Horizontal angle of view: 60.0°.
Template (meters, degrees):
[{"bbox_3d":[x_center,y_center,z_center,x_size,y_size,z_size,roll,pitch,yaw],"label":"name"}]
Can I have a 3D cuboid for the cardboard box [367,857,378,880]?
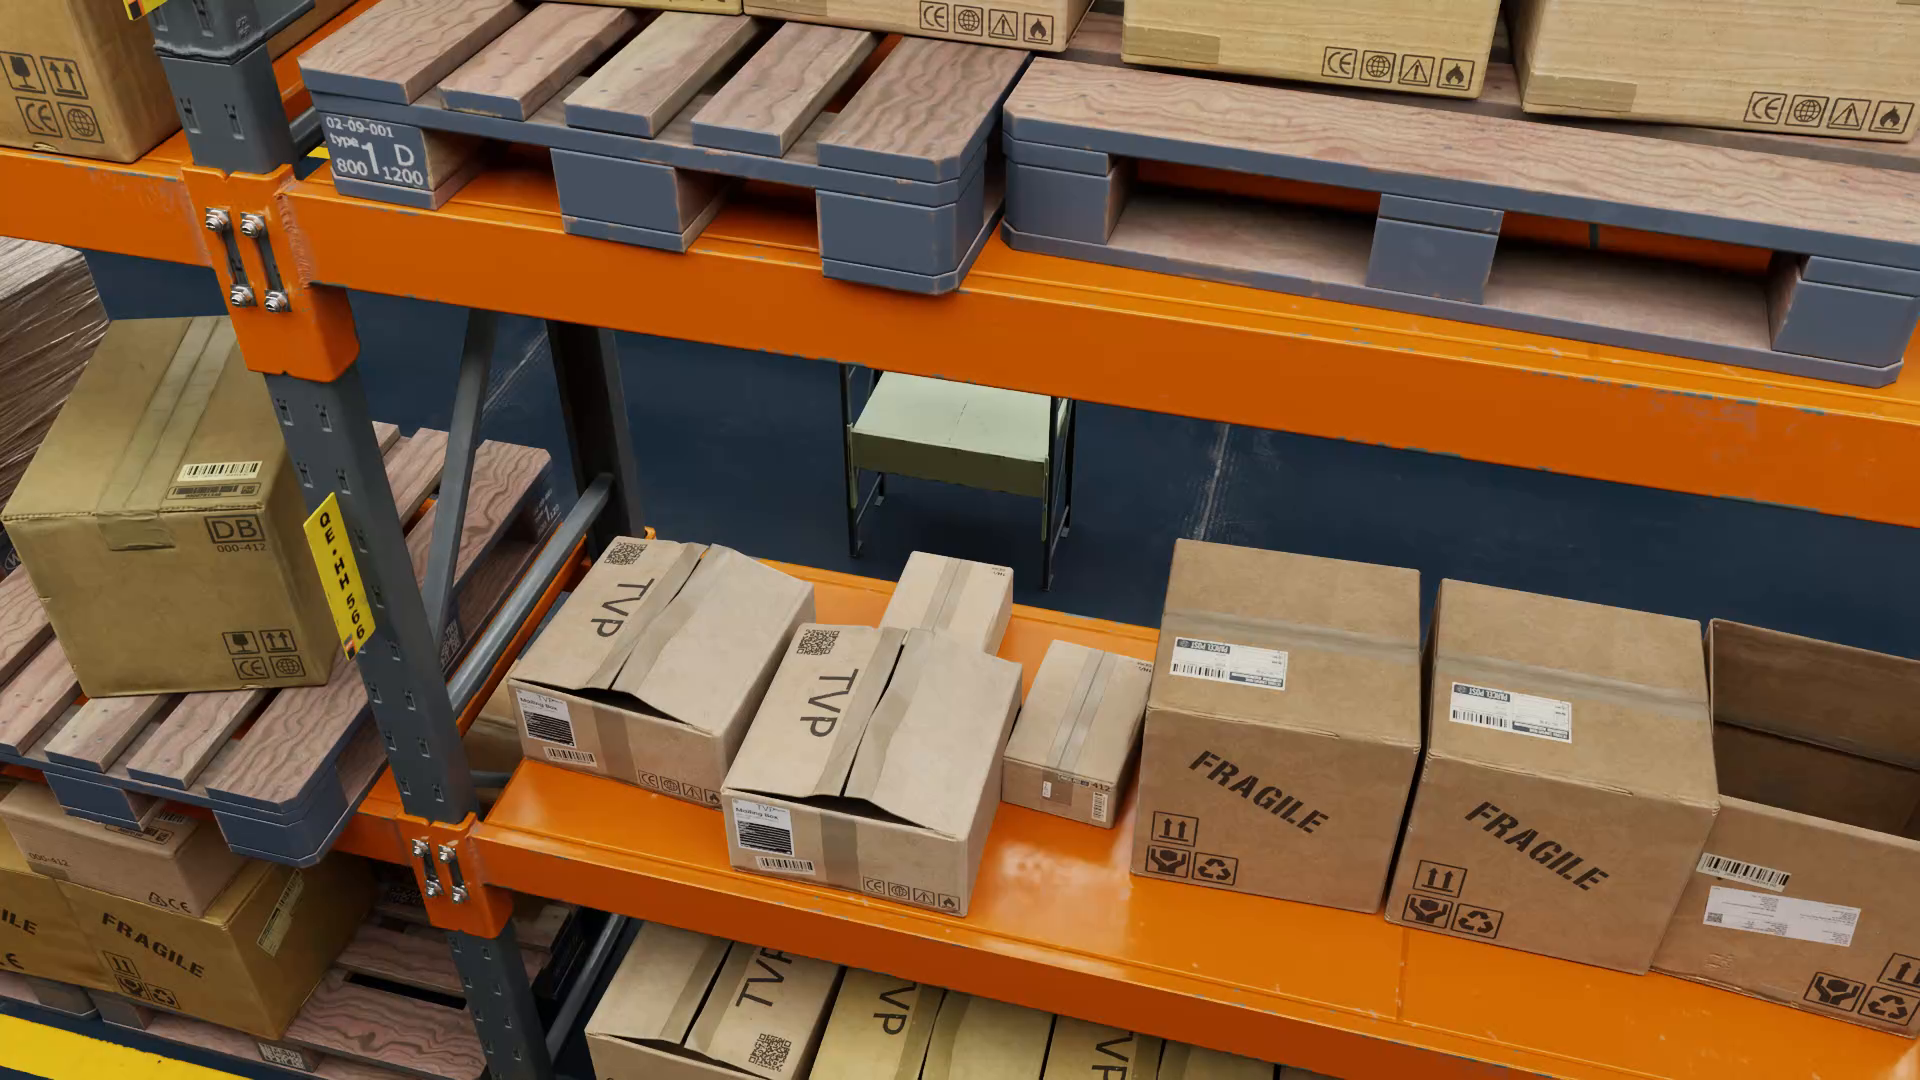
[{"bbox_3d":[-1.856,0.594,4.811,0.500,0.500,0.500,8,41,10],"label":"cardboard box"}]

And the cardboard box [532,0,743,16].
[{"bbox_3d":[-0.530,-1.069,2.648,0.500,0.250,0.500,7,41,8],"label":"cardboard box"}]

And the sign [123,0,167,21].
[{"bbox_3d":[-1.125,-0.867,2.216,0.005,0.325,0.100,10,41,11],"label":"sign"}]

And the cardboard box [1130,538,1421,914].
[{"bbox_3d":[0.642,0.373,3.396,0.500,0.500,0.500,8,41,9],"label":"cardboard box"}]

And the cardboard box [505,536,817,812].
[{"bbox_3d":[-0.643,0.264,3.672,0.500,0.311,0.500,12,42,14],"label":"cardboard box"}]

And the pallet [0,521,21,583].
[{"bbox_3d":[-2.862,-0.105,4.191,1.213,0.211,1.003,10,41,11],"label":"pallet"}]

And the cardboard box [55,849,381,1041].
[{"bbox_3d":[-1.947,0.922,4.422,0.500,0.500,0.500,11,41,13],"label":"cardboard box"}]

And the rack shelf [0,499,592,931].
[{"bbox_3d":[-2.915,0.085,4.375,4.000,0.370,1.077,10,41,11],"label":"rack shelf"}]

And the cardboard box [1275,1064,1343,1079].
[{"bbox_3d":[0.946,1.343,3.694,0.500,0.311,0.500,9,41,11],"label":"cardboard box"}]

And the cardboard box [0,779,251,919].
[{"bbox_3d":[-2.002,0.628,4.189,0.500,0.250,0.500,11,41,13],"label":"cardboard box"}]

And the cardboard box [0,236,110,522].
[{"bbox_3d":[-2.454,-0.362,3.944,0.500,0.500,0.700,17,43,20],"label":"cardboard box"}]

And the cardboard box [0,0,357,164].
[{"bbox_3d":[-1.413,-1.096,2.813,0.500,0.500,0.910,10,41,11],"label":"cardboard box"}]

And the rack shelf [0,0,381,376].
[{"bbox_3d":[-2.915,-1.063,3.411,4.000,0.370,1.077,10,41,11],"label":"rack shelf"}]

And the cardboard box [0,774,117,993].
[{"bbox_3d":[-2.447,0.835,4.525,0.500,0.500,0.500,8,41,10],"label":"cardboard box"}]

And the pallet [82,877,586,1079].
[{"bbox_3d":[-1.694,1.063,4.821,1.213,0.211,1.003,10,41,11],"label":"pallet"}]

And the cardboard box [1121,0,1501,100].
[{"bbox_3d":[0.531,-0.891,2.436,0.500,0.250,0.500,9,41,11],"label":"cardboard box"}]

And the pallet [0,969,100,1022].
[{"bbox_3d":[-2.869,0.859,5.064,1.213,0.211,1.003,10,41,11],"label":"pallet"}]

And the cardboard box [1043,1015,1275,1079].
[{"bbox_3d":[0.449,1.258,3.796,0.500,0.311,0.500,9,41,10],"label":"cardboard box"}]

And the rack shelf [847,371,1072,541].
[{"bbox_3d":[0.006,-0.324,5.976,0.720,0.370,0.431,10,41,11],"label":"rack shelf"}]

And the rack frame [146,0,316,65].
[{"bbox_3d":[-0.983,-2.155,1.819,0.127,3.000,1.000,10,41,11],"label":"rack frame"}]

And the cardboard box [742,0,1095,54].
[{"bbox_3d":[-0.019,-0.993,2.558,0.500,0.250,0.500,11,41,13],"label":"cardboard box"}]

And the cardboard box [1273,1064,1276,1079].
[{"bbox_3d":[0.932,1.555,3.877,0.500,0.250,0.500,11,41,12],"label":"cardboard box"}]

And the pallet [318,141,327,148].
[{"bbox_3d":[-2.828,-2.377,8.917,1.213,0.211,1.003,10,41,11],"label":"pallet"}]

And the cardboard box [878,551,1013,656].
[{"bbox_3d":[-0.042,0.216,3.855,0.250,0.149,0.380,10,41,11],"label":"cardboard box"}]

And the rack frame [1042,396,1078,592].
[{"bbox_3d":[0.360,-0.512,5.694,0.023,1.500,0.400,10,41,11],"label":"rack frame"}]

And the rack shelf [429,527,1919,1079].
[{"bbox_3d":[0.949,0.750,3.584,4.000,0.370,1.077,10,41,11],"label":"rack shelf"}]

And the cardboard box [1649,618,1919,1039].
[{"bbox_3d":[1.635,0.544,3.193,0.500,0.500,0.500,13,42,15],"label":"cardboard box"}]

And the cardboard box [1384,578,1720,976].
[{"bbox_3d":[1.151,0.460,3.292,0.500,0.500,0.500,10,41,11],"label":"cardboard box"}]

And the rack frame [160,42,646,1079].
[{"bbox_3d":[-0.983,0.142,3.748,0.127,3.000,1.000,10,41,11],"label":"rack frame"}]

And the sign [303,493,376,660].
[{"bbox_3d":[-1.114,0.068,2.998,0.005,0.325,0.100,10,41,11],"label":"sign"}]

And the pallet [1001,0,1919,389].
[{"bbox_3d":[0.777,-0.693,2.557,1.213,0.211,1.003,12,41,13],"label":"pallet"}]

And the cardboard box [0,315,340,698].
[{"bbox_3d":[-1.620,-0.091,3.622,0.500,0.500,0.700,-3,40,-3],"label":"cardboard box"}]

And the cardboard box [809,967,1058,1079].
[{"bbox_3d":[-0.043,1.171,3.898,0.500,0.311,0.500,9,41,10],"label":"cardboard box"}]

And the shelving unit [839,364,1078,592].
[{"bbox_3d":[0.006,-0.573,5.766,0.755,1.500,0.431,10,41,11],"label":"shelving unit"}]

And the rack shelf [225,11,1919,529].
[{"bbox_3d":[0.949,-0.398,2.619,4.000,0.370,1.077,10,41,11],"label":"rack shelf"}]

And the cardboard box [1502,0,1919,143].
[{"bbox_3d":[1.050,-0.801,2.329,0.500,0.250,0.500,7,40,8],"label":"cardboard box"}]

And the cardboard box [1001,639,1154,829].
[{"bbox_3d":[0.264,0.416,3.618,0.250,0.149,0.380,13,42,15],"label":"cardboard box"}]

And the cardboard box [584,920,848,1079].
[{"bbox_3d":[-0.553,1.089,3.996,0.500,0.311,0.500,11,41,13],"label":"cardboard box"}]

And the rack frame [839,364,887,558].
[{"bbox_3d":[-0.347,-0.634,5.839,0.023,1.500,0.400,10,41,11],"label":"rack frame"}]

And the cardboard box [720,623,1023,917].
[{"bbox_3d":[-0.169,0.446,3.456,0.500,0.311,0.500,9,41,11],"label":"cardboard box"}]

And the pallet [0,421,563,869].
[{"bbox_3d":[-1.656,0.147,3.892,1.003,0.211,1.213,10,41,11],"label":"pallet"}]

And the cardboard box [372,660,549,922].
[{"bbox_3d":[-1.348,0.678,4.712,0.500,0.500,0.500,11,41,13],"label":"cardboard box"}]

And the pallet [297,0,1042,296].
[{"bbox_3d":[-0.304,-0.877,2.776,1.003,0.211,1.213,12,41,13],"label":"pallet"}]
